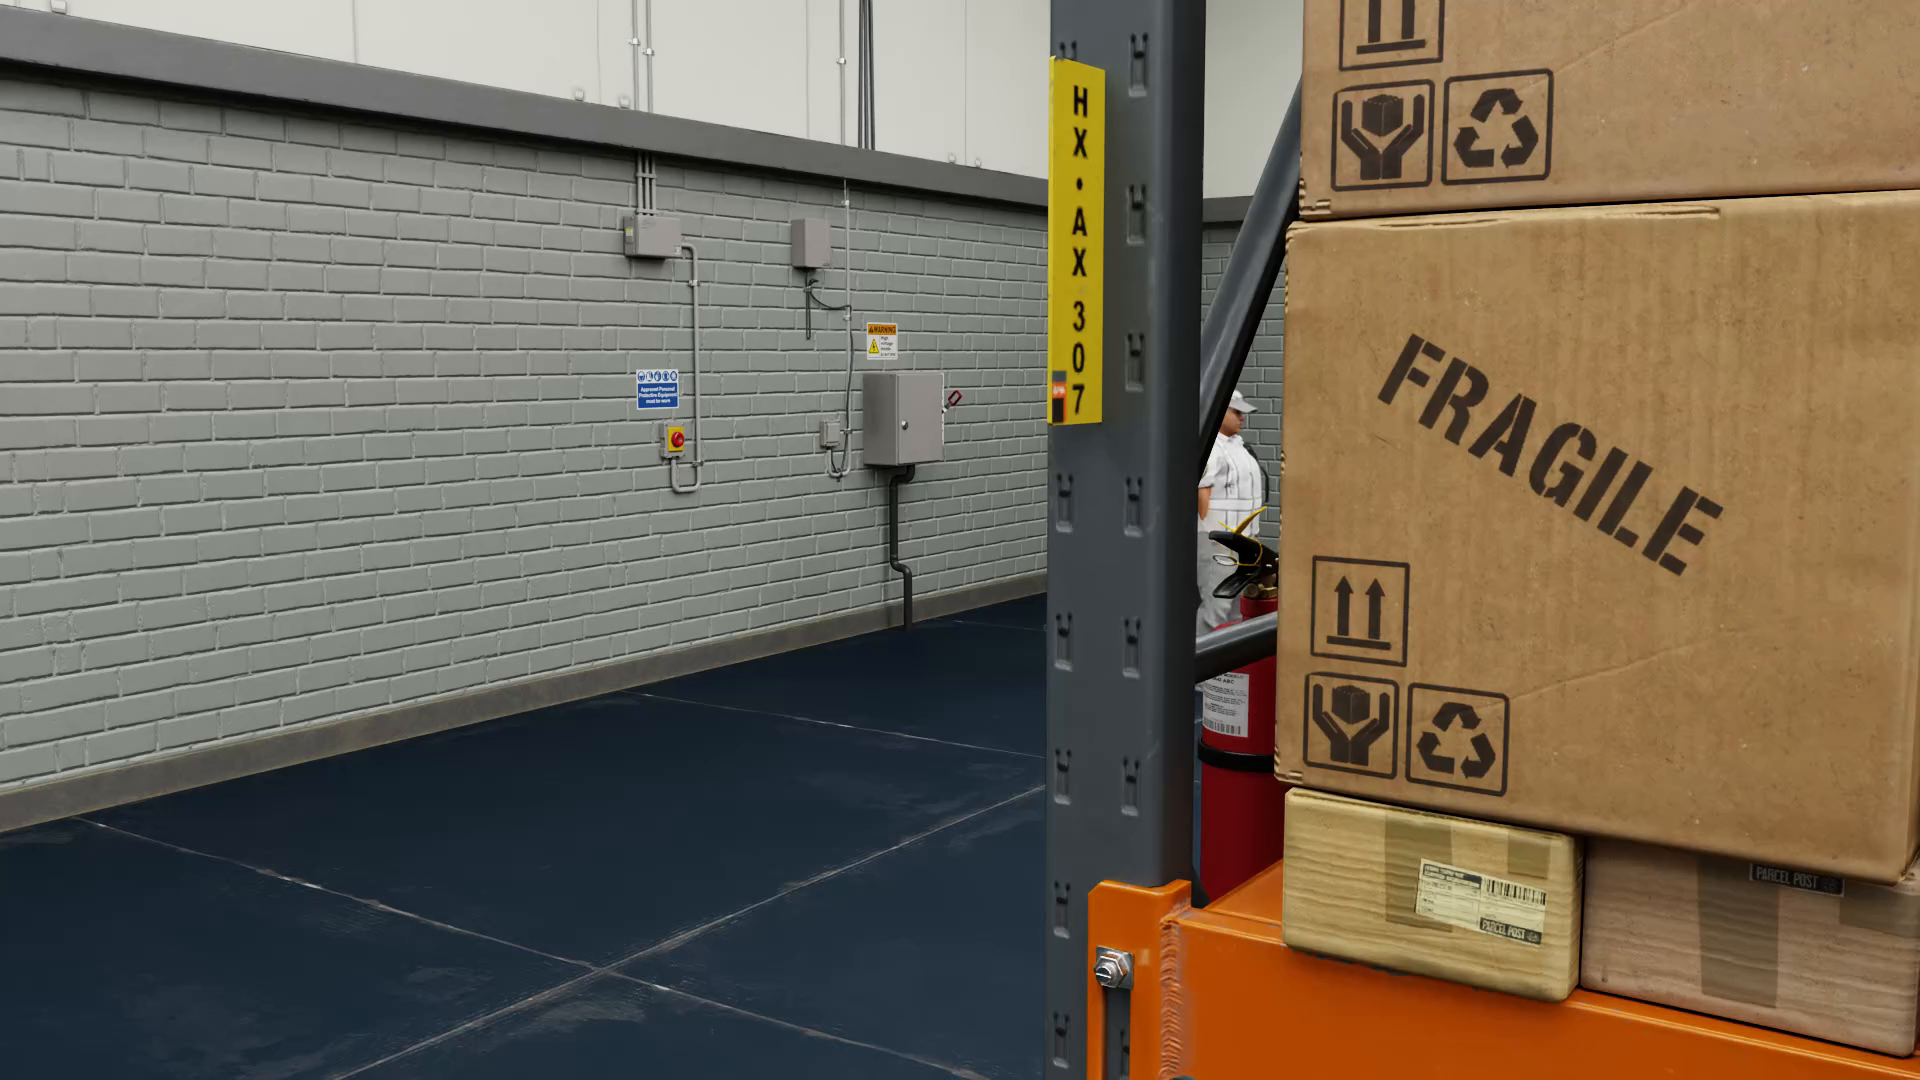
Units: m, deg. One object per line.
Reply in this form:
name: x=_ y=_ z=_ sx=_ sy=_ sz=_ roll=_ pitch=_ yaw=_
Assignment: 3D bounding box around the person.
person: x=1.457 y=-0.004 z=9.140 sx=0.389 sy=1.671 sz=0.468 roll=5 pitch=8 yaw=35
